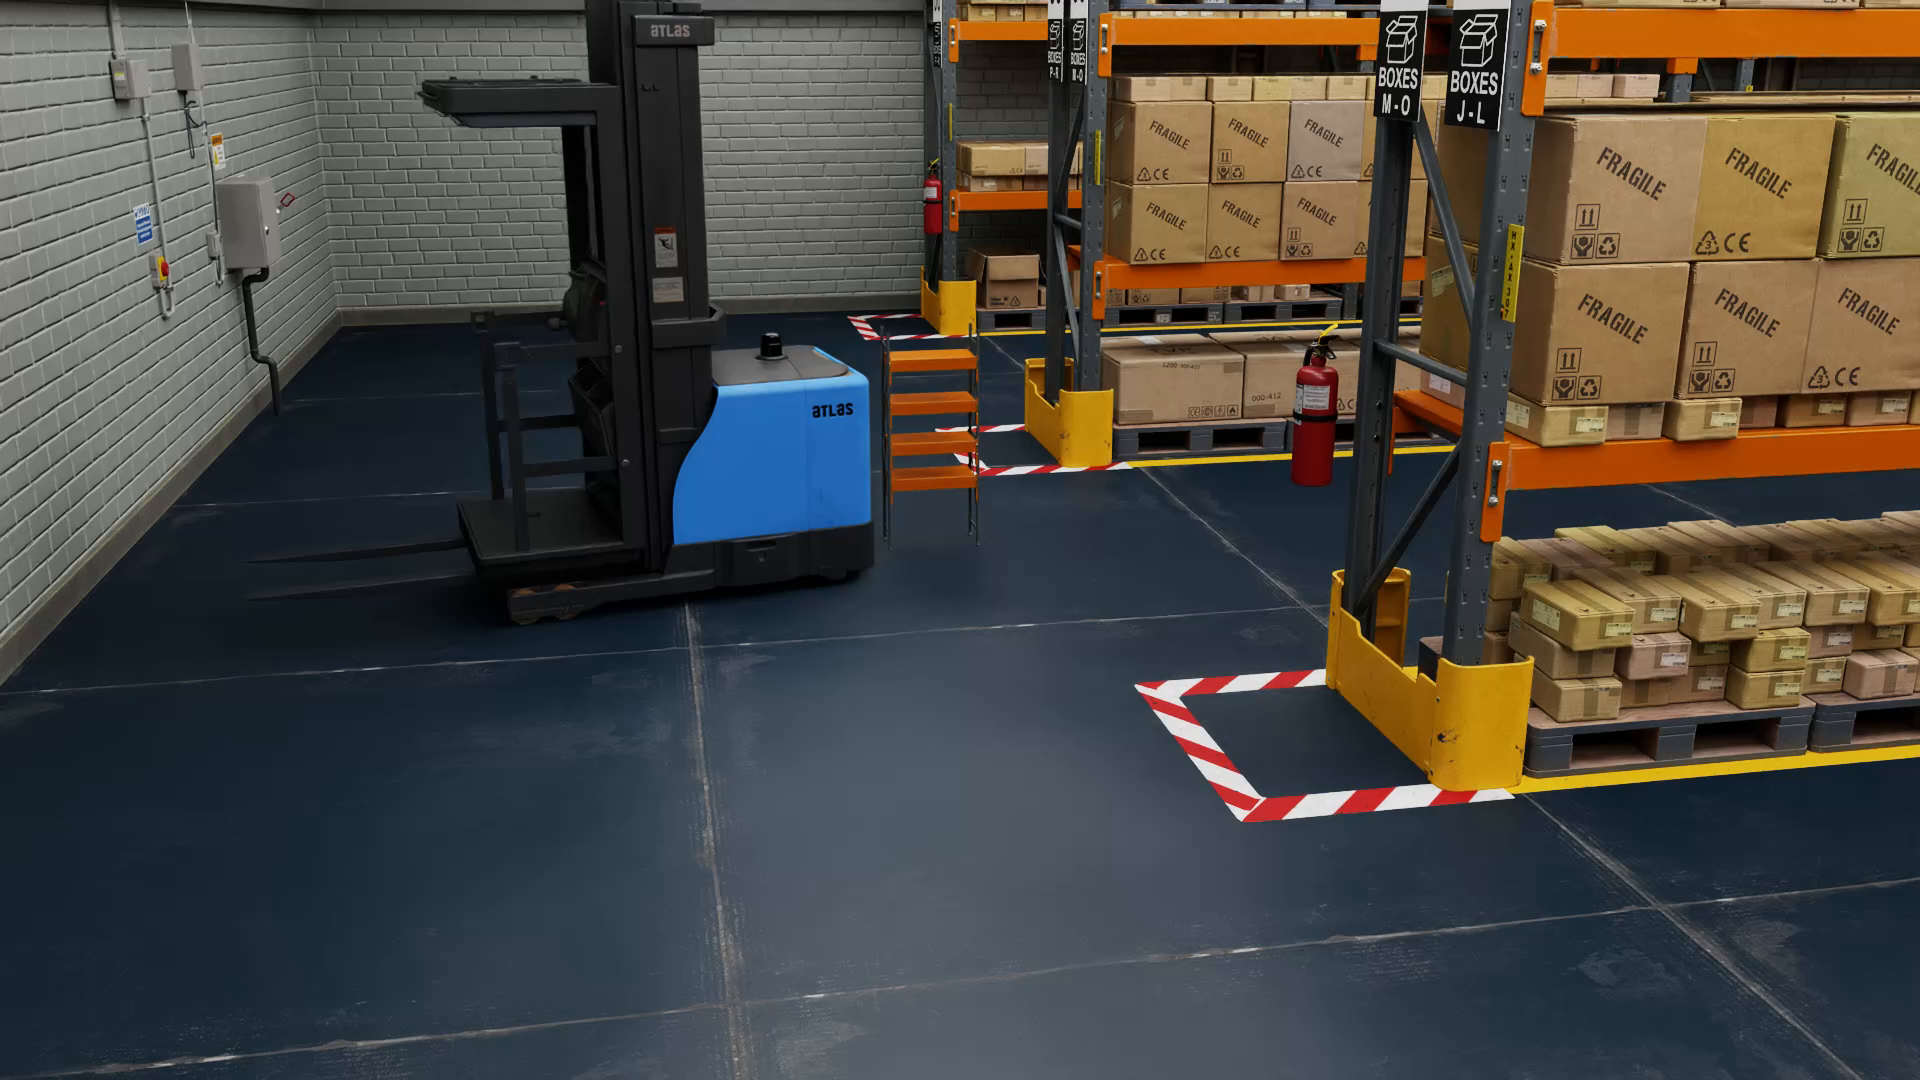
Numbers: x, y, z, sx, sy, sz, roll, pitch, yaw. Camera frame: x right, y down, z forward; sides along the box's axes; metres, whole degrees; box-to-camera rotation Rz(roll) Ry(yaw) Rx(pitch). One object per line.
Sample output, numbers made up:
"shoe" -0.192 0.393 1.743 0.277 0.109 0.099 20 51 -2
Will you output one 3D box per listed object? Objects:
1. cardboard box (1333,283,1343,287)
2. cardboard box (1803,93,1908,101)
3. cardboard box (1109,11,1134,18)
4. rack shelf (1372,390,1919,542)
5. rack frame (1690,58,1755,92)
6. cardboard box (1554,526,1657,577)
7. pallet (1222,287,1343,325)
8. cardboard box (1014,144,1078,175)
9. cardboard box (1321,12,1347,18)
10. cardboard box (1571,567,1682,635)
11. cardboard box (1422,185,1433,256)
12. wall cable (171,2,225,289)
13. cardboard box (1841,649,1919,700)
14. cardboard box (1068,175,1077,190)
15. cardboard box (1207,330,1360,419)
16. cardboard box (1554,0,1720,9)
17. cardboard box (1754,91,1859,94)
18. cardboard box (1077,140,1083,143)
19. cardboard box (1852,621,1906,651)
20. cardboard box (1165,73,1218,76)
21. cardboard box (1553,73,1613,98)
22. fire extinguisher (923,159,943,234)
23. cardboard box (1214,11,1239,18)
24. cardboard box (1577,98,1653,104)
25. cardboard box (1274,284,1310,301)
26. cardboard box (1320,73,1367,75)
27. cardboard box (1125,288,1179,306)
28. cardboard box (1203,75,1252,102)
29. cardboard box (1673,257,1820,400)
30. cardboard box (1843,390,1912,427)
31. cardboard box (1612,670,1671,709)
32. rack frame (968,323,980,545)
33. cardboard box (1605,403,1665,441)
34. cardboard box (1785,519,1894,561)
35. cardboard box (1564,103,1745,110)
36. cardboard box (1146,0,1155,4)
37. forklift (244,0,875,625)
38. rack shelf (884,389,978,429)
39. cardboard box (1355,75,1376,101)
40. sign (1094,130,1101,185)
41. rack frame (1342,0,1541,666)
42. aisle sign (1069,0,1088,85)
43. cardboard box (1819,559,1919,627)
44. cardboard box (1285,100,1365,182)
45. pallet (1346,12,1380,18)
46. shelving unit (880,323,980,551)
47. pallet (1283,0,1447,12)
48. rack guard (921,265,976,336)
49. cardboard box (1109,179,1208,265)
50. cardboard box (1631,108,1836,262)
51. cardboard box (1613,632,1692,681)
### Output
"cardboard box" 4.161 -2.853 17.032 0.500 0.500 0.500 -3 17 -11
"cardboard box" 6.154 -2.834 11.558 0.500 0.500 0.500 -4 17 -12
"cardboard box" 1.423 -4.840 15.279 0.250 0.149 0.380 -3 17 -11
"rack shelf" 3.755 -0.427 6.818 4.000 0.370 1.077 -3 17 -10
"rack frame" 7.662 -3.957 17.086 0.127 3.000 1.000 -3 17 -10
"cardboard box" 2.751 0.067 7.111 0.250 0.149 0.380 -4 17 -12
"pallet" 3.061 -2.363 16.646 1.213 0.211 1.003 -3 17 -10
"cardboard box" 0.799 -3.558 15.534 0.500 0.250 0.500 -3 17 -10
"cardboard box" 3.438 -4.943 15.614 0.250 0.149 0.380 -3 17 -11
"cardboard box" 2.618 0.237 6.558 0.250 0.149 0.380 -3 17 -9
"cardboard box" 3.278 -2.189 11.160 0.500 0.500 0.500 -4 17 -11
"wall cable" -5.059 -2.654 11.112 0.122 1.984 0.588 -3 17 -10
"cardboard box" 3.616 0.499 6.719 0.250 0.149 0.380 -4 18 -13
"cardboard box" 0.935 -3.379 15.632 0.250 0.149 0.380 -3 17 -9
"cardboard box" 2.279 -1.176 11.679 0.875 0.438 0.875 -3 17 -9
"cardboard box" 2.281 -1.973 5.772 0.500 0.250 0.500 -3 17 -8
"cardboard box" 6.079 -2.980 12.032 0.500 0.500 0.500 -3 17 -9
"cardboard box" 1.203 -3.739 16.124 0.500 0.250 0.500 -3 17 -9
"cardboard box" 3.631 0.315 6.811 0.250 0.149 0.380 -2 17 -8
"cardboard box" 1.550 -3.054 11.168 0.250 0.149 0.380 -3 17 -11
"cardboard box" 4.159 -3.047 11.145 0.250 0.149 0.380 -3 17 -9
"fire extinguisher" -0.249 -3.155 15.241 0.183 0.674 0.296 -3 17 -10
"cardboard box" 2.422 -4.899 15.471 0.250 0.149 0.380 -3 17 -9
"cardboard box" 4.269 -2.723 11.196 0.500 0.500 0.500 -3 17 -11
"cardboard box" 3.244 -2.456 16.341 0.250 0.149 0.380 -4 17 -12
"cardboard box" 2.571 -3.090 11.286 0.250 0.149 0.380 -3 17 -9
"cardboard box" 1.811 -2.561 16.083 0.500 0.500 0.500 -3 17 -9
"cardboard box" 1.675 -2.873 10.579 0.250 0.149 0.380 -3 17 -9
"cardboard box" 2.805 -0.832 6.234 0.500 0.500 0.500 -3 17 -10
"cardboard box" 3.435 -0.556 6.441 0.250 0.149 0.380 -4 17 -12
"cardboard box" 2.608 0.528 6.625 0.250 0.149 0.380 -3 17 -11
"rack frame" 0.077 -0.578 9.150 0.015 1.200 0.240 -3 17 -10
"cardboard box" 2.414 -0.489 6.222 0.250 0.149 0.380 -3 17 -8
"cardboard box" 3.802 0.035 7.217 0.250 0.149 0.380 -3 17 -10
"cardboard box" 2.691 -1.453 6.552 0.500 0.500 0.500 -4 17 -12
"cardboard box" 1.799 -5.056 15.305 0.500 0.250 0.500 -4 17 -11
"forklift" -2.015 -1.170 8.130 3.031 2.935 1.130 -7 18 -21
"rack shelf" -0.163 -0.714 9.060 0.480 0.148 0.258 -3 17 -10
"cardboard box" 2.685 -2.931 10.766 0.250 0.149 0.380 -4 17 -12
"sign" 0.852 -2.372 10.316 0.005 0.325 0.100 -3 17 -10
"rack frame" 1.791 -0.659 6.349 0.127 3.000 1.000 -3 17 -10
"aisle sign" 0.737 -3.236 10.310 0.004 0.787 0.394 -3 17 -10
"cardboard box" 3.659 0.208 6.652 0.250 0.149 0.380 -3 17 -10
"cardboard box" 2.288 -2.613 10.836 0.500 0.500 0.500 -3 17 -11
"pallet" 4.389 -5.094 16.000 1.003 0.211 1.213 -3 17 -10
"shelving unit" -0.163 -0.564 9.106 0.503 1.200 0.258 -3 17 -10
"pallet" 2.680 -3.585 10.918 1.213 0.211 1.003 -3 17 -10
"rack guard" -0.118 -2.321 16.016 0.348 0.500 1.175 -3 17 -10
"cardboard box" 1.279 -2.072 10.780 0.500 0.500 0.500 -3 17 -11
"cardboard box" 2.777 -1.306 6.074 0.500 0.500 0.500 -3 17 -9
"cardboard box" 2.634 0.406 6.513 0.250 0.149 0.380 -3 17 -11
